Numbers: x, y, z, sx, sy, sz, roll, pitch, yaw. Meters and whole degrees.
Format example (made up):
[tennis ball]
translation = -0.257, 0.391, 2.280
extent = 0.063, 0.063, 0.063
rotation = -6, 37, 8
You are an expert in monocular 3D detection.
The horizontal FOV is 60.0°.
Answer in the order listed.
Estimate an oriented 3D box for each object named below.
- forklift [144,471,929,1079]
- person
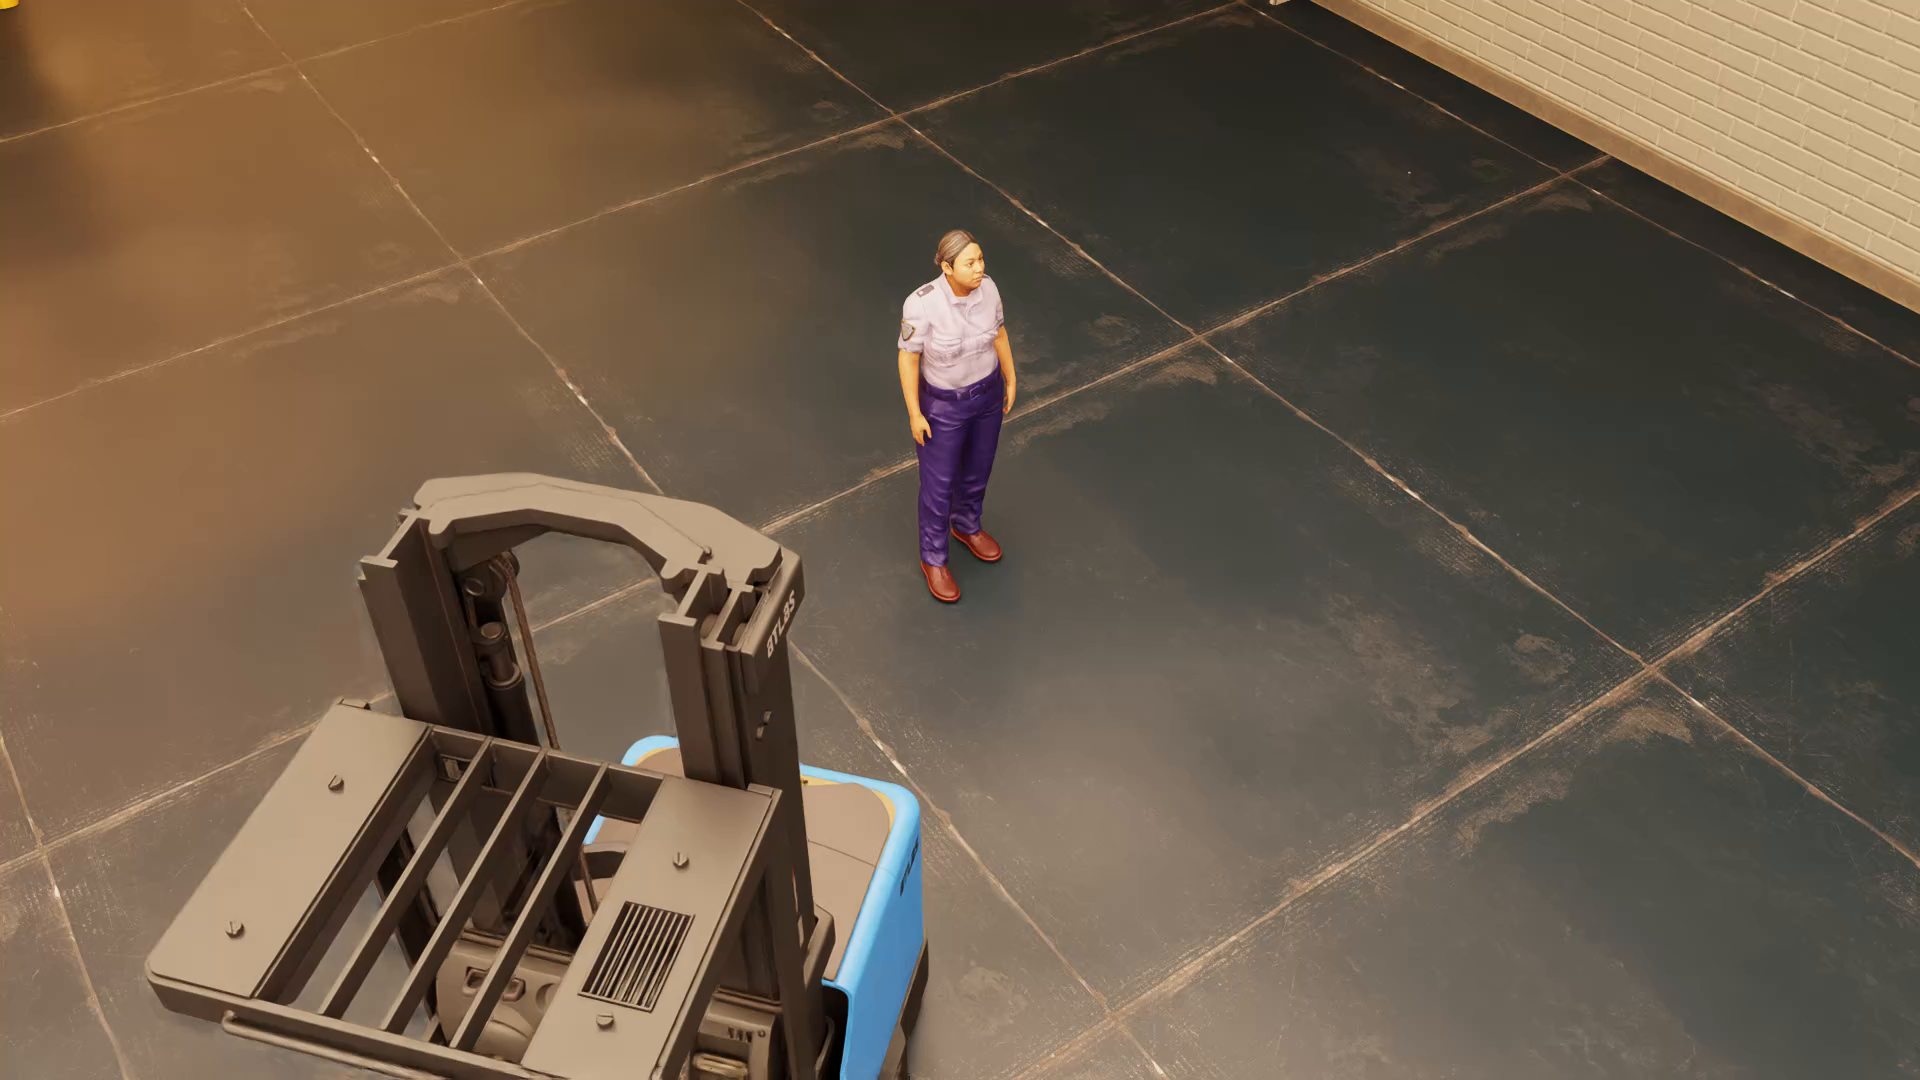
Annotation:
[forklift]
translation = -0.986, 1.405, 4.191
extent = 1.130, 2.935, 3.031
rotation = 10, 44, 11
[person]
translation = 0.033, -0.553, 7.252
extent = 0.599, 1.650, 0.503
rotation = -25, 48, -25
